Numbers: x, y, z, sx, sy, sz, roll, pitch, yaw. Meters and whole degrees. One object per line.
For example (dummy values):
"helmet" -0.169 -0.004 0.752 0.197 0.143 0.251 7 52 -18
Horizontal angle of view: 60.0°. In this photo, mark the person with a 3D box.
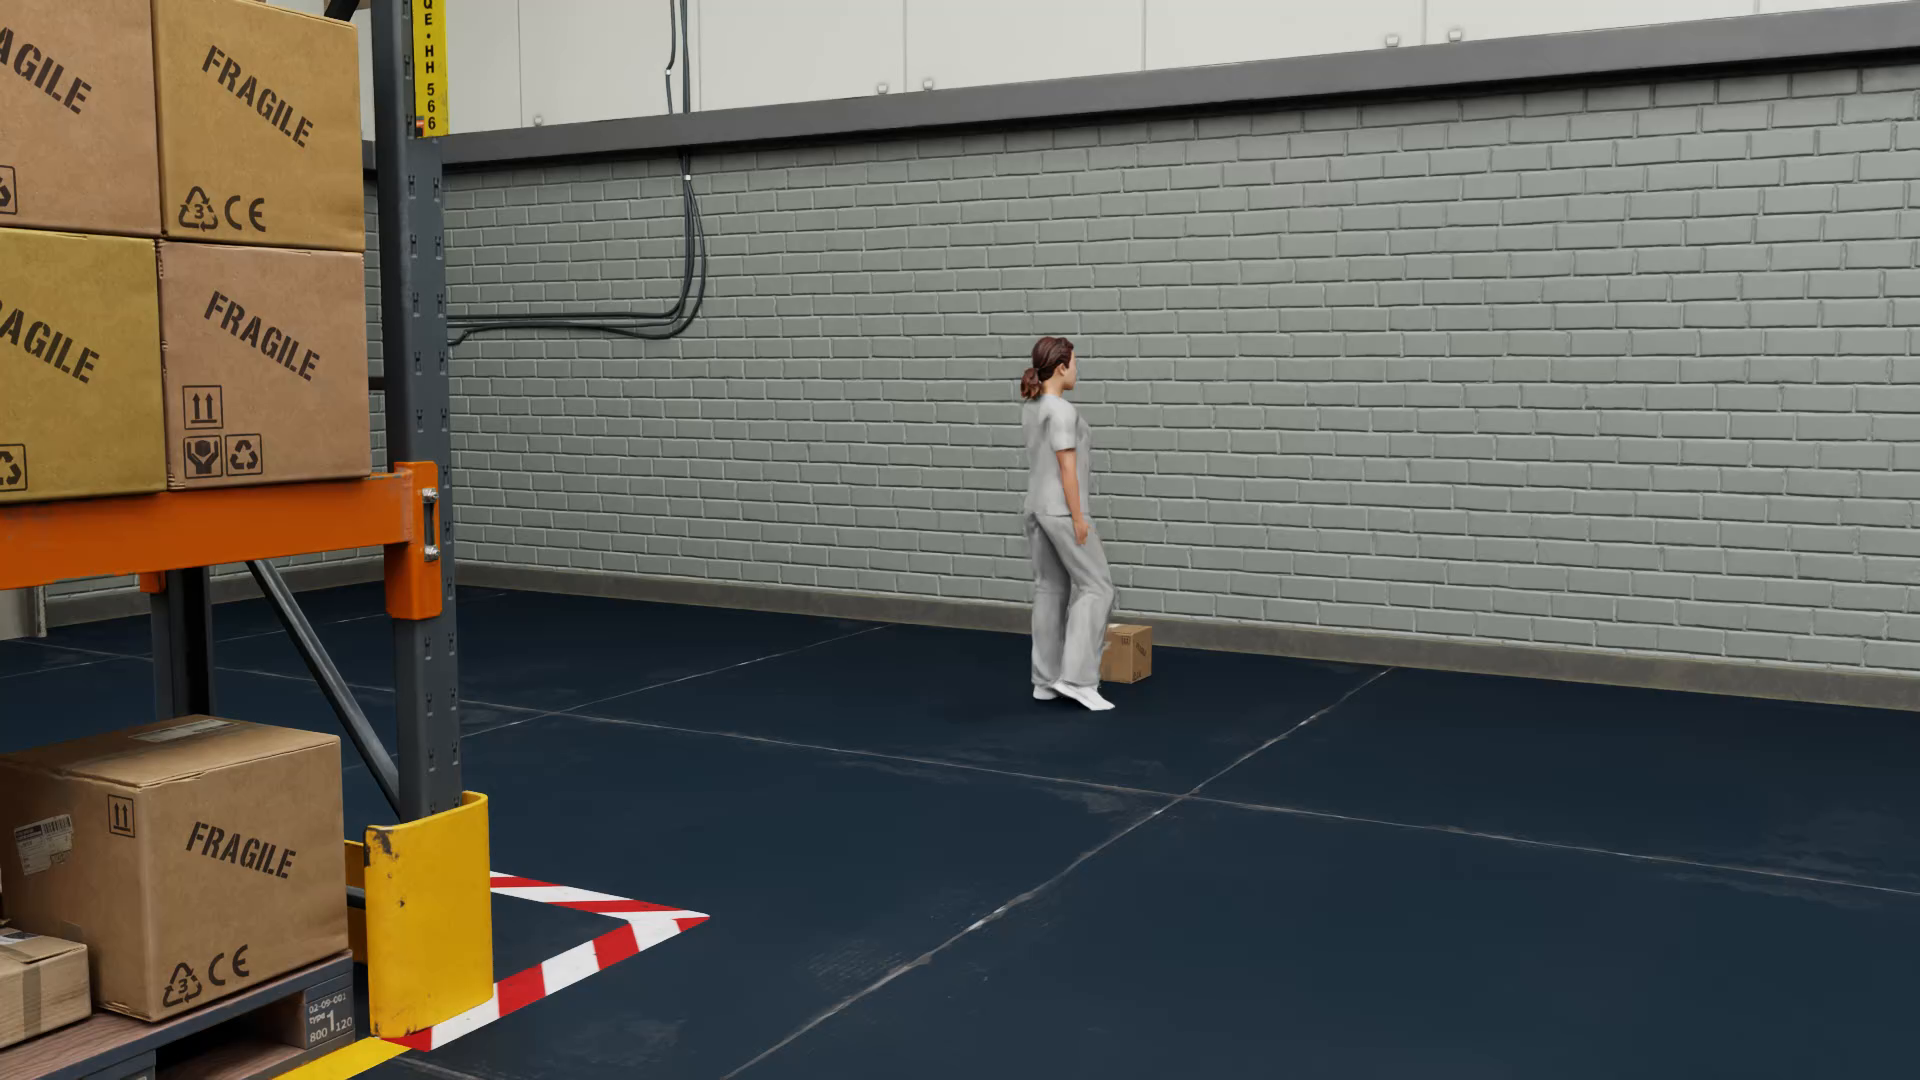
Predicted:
"person" 0.465 -0.070 7.628 0.404 1.716 0.498 -3 7 -23
